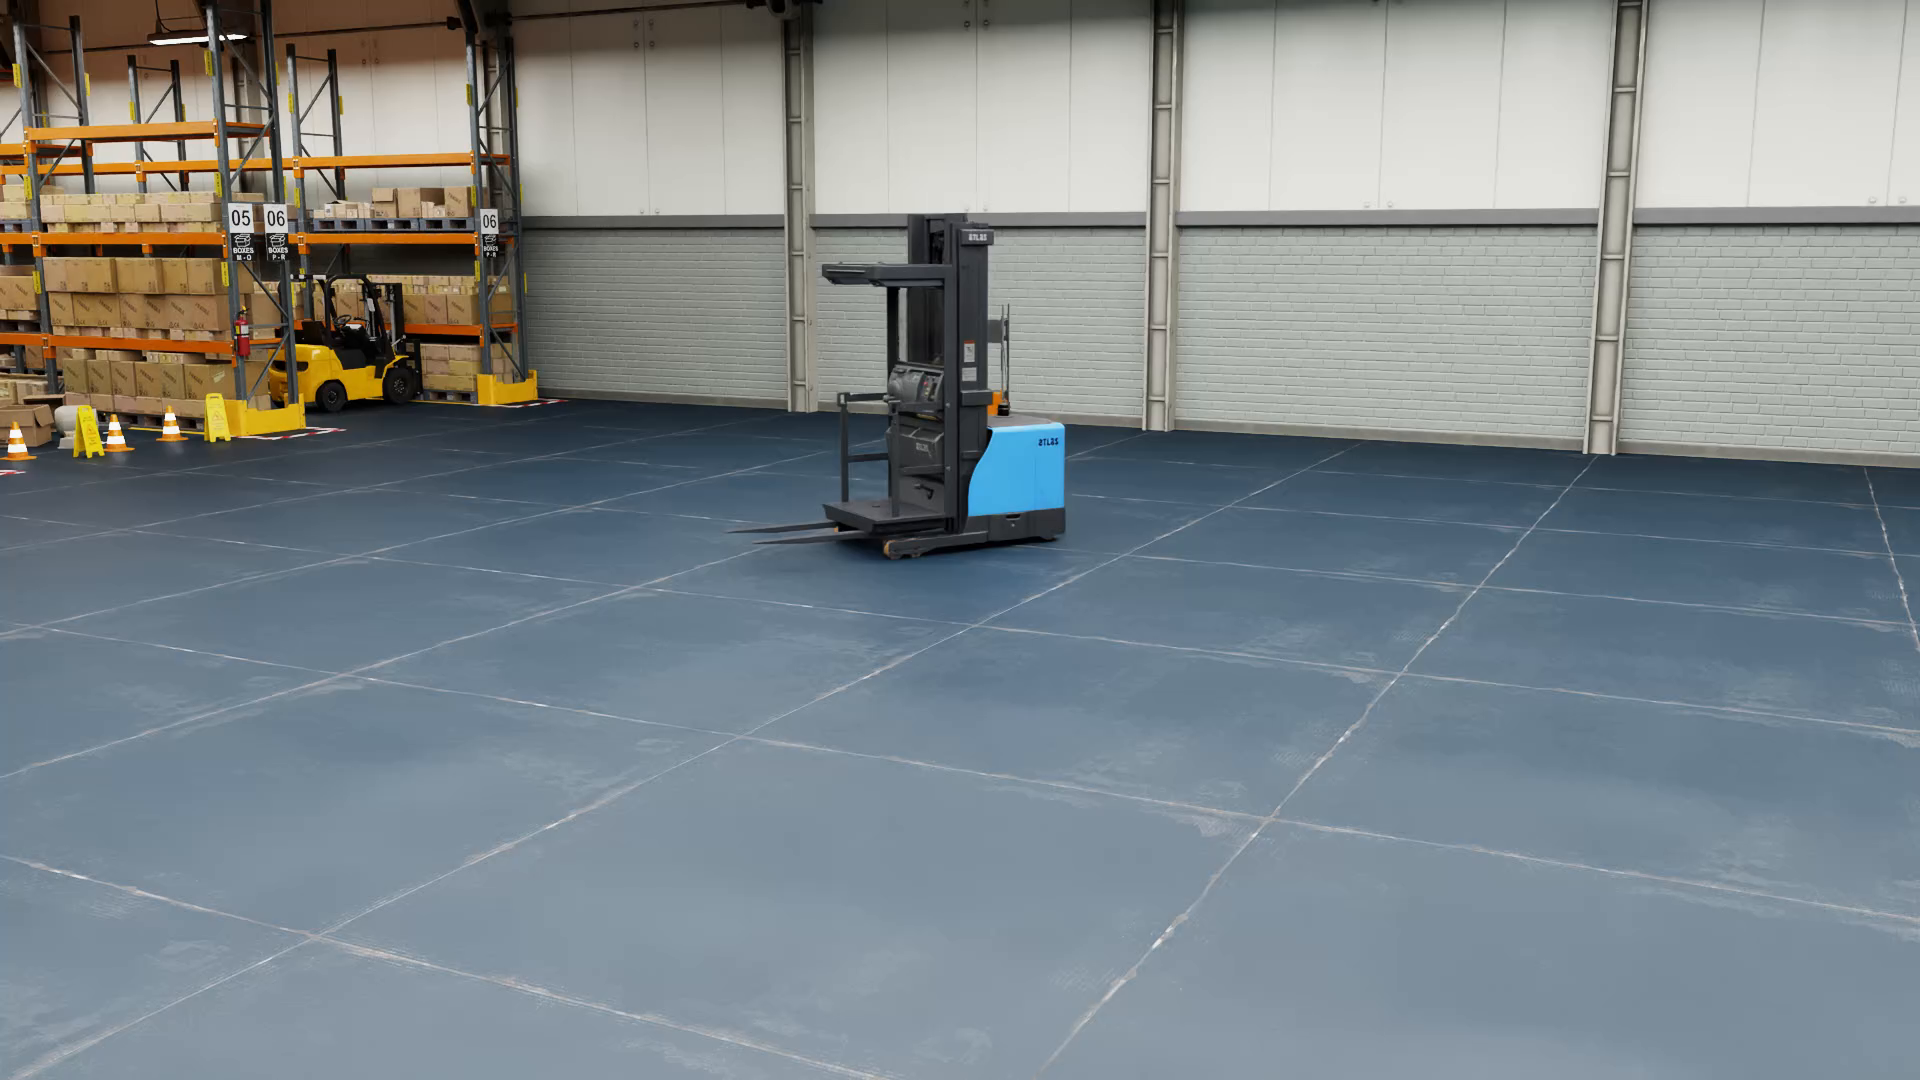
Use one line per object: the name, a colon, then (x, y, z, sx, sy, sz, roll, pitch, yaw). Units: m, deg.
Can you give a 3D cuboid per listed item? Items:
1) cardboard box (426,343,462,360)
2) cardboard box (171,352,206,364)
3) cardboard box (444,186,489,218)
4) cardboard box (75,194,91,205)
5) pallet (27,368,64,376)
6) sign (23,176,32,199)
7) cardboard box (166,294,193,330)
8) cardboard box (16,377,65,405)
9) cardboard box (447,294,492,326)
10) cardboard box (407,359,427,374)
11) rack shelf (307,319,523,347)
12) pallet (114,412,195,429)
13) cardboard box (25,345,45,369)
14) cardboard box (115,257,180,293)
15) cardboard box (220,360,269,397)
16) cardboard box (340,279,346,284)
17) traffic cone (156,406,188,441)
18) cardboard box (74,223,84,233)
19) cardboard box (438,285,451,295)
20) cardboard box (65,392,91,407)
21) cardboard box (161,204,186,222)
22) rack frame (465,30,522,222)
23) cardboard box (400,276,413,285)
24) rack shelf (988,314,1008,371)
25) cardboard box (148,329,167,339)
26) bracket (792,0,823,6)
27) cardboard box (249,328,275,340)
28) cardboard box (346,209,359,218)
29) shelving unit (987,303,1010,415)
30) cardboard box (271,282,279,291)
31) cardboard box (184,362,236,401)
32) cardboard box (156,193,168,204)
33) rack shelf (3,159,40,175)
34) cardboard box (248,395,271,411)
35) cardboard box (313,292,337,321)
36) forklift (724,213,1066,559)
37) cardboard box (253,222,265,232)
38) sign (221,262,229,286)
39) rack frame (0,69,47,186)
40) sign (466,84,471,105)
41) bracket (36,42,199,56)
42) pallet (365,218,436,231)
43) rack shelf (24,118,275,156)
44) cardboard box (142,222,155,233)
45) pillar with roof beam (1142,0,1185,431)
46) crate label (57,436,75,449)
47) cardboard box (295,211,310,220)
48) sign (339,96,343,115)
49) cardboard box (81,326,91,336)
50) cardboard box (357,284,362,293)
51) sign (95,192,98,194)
cardboard box: (-8.678, -3.189, 28.159, 0.500, 0.250, 0.500, 5, 12, 27)
cardboard box: (-11.052, -2.606, 23.819, 0.250, 0.149, 0.380, 5, 12, 27)
cardboard box: (-8.171, -5.594, 27.554, 0.500, 0.500, 0.500, 5, 12, 28)
cardboard box: (-12.606, -4.944, 24.169, 0.250, 0.149, 0.380, 5, 11, 25)
pallet: (-17.682, -3.332, 33.051, 1.213, 0.211, 1.003, 5, 11, 26)
sign: (-13.689, -5.175, 24.419, 0.005, 0.325, 0.100, 5, 11, 26)
cardboard box: (-10.915, -3.259, 23.697, 0.500, 0.500, 0.500, 5, 11, 26)
cardboard box: (-13.918, -2.294, 25.681, 0.625, 0.372, 0.950, 5, 11, 27)
cardboard box: (-8.224, -3.863, 27.872, 0.500, 0.500, 0.500, 5, 11, 25)
cardboard box: (-9.159, -2.984, 28.432, 0.500, 0.250, 0.500, 5, 11, 25)
rack shelf: (-9.460, -3.621, 28.833, 4.000, 0.370, 1.077, 5, 11, 26)
pallet: (-11.730, -1.824, 24.715, 1.213, 0.211, 1.003, 5, 11, 26)
cardboard box: (-18.094, -3.665, 32.899, 0.500, 0.500, 0.500, 6, 12, 28)
cardboard box: (-11.753, -3.843, 24.120, 0.500, 0.500, 0.700, 5, 11, 25)
cardboard box: (-10.482, -2.356, 24.262, 0.500, 0.500, 0.500, 5, 11, 24)
cardboard box: (-10.592, -4.550, 29.009, 0.250, 0.149, 0.380, 5, 11, 25)
traffic cone: (-10.816, -1.604, 22.791, 0.334, 0.463, 0.336, 5, 11, 26)
cardboard box: (-12.794, -4.597, 24.488, 0.250, 0.149, 0.380, 5, 11, 26)
cardboard box: (-8.549, -4.214, 27.988, 0.250, 0.149, 0.380, 5, 12, 27)
cardboard box: (-13.037, -2.103, 24.971, 0.500, 0.250, 0.500, 4, 11, 23)
cardboard box: (-10.882, -4.612, 23.453, 0.500, 0.250, 0.500, 5, 11, 25)
rack frame: (-7.666, -6.769, 27.364, 0.127, 3.000, 1.000, 5, 11, 26)
cardboard box: (-9.270, -4.411, 28.243, 0.250, 0.149, 0.380, 5, 12, 27)
rack shelf: (0.199, -1.916, 16.069, 0.480, 0.518, 0.431, 2, 10, 10)
cardboard box: (-11.467, -2.985, 24.008, 0.250, 0.149, 0.380, 5, 11, 25)
bracket: (-2.296, -8.177, 25.036, 0.430, 0.232, 0.235, 5, 11, 26)
cardboard box: (-10.072, -2.960, 23.870, 0.250, 0.149, 0.380, 5, 11, 26)
cardboard box: (-10.296, -5.596, 28.551, 0.250, 0.149, 0.380, 5, 12, 28)
shelving unit: (0.199, -1.241, 16.191, 0.503, 2.100, 0.431, 2, 10, 10)
cardboard box: (-12.094, -4.537, 29.776, 0.250, 0.149, 0.380, 5, 11, 26)
cardboard box: (-10.693, -2.268, 23.776, 0.500, 0.500, 0.500, 5, 11, 26)
cardboard box: (-11.165, -4.841, 23.597, 0.250, 0.149, 0.380, 5, 11, 26)
rack shelf: (-20.221, -7.517, 33.524, 4.000, 0.370, 1.077, 5, 11, 26)
cardboard box: (-10.460, -1.985, 24.319, 0.500, 0.250, 0.500, 5, 11, 25)
cardboard box: (-10.971, -4.105, 29.208, 0.500, 0.500, 0.500, 5, 11, 24)
forklift: (-0.571, -1.384, 14.647, 3.031, 2.935, 1.130, -6, 12, -29)
cardboard box: (-10.013, -4.454, 23.703, 0.250, 0.149, 0.380, 5, 11, 26)
sign: (-10.123, -3.662, 22.904, 0.005, 0.325, 0.100, 5, 11, 26)
rack frame: (-18.428, -7.715, 32.589, 0.127, 3.000, 1.000, 5, 11, 26)
sign: (-7.919, -7.182, 26.801, 0.005, 0.325, 0.100, 5, 11, 26)
bracket: (-16.113, -9.391, 31.744, 4.783, 0.066, 0.076, 5, 11, 26)
pallet: (-9.387, -5.405, 28.500, 1.213, 0.211, 1.003, 5, 11, 26)
rack shelf: (-11.653, -5.778, 23.918, 4.000, 0.370, 1.077, 5, 11, 26)
cardboard box: (-11.439, -4.465, 23.763, 0.250, 0.149, 0.380, 5, 11, 24)
pillar with roof beam: (0.965, -5.335, 19.439, 0.400, 9.000, 9.100, 5, 11, 26)
crate label: (-11.734, -1.291, 21.981, 0.298, 0.136, 0.250, -1, 10, -4)
cardboard box: (-11.928, -5.839, 29.892, 0.250, 0.149, 0.380, 5, 11, 26)
sign: (-10.986, -7.709, 29.488, 0.005, 0.325, 0.100, 5, 11, 26)
cardboard box: (-12.805, -3.112, 24.707, 0.250, 0.149, 0.380, 5, 11, 26)
cardboard box: (-10.182, -4.345, 28.714, 0.250, 0.149, 0.380, 5, 11, 25)
sign: (-13.213, -5.157, 25.427, 0.005, 0.325, 0.100, 5, 11, 26)
